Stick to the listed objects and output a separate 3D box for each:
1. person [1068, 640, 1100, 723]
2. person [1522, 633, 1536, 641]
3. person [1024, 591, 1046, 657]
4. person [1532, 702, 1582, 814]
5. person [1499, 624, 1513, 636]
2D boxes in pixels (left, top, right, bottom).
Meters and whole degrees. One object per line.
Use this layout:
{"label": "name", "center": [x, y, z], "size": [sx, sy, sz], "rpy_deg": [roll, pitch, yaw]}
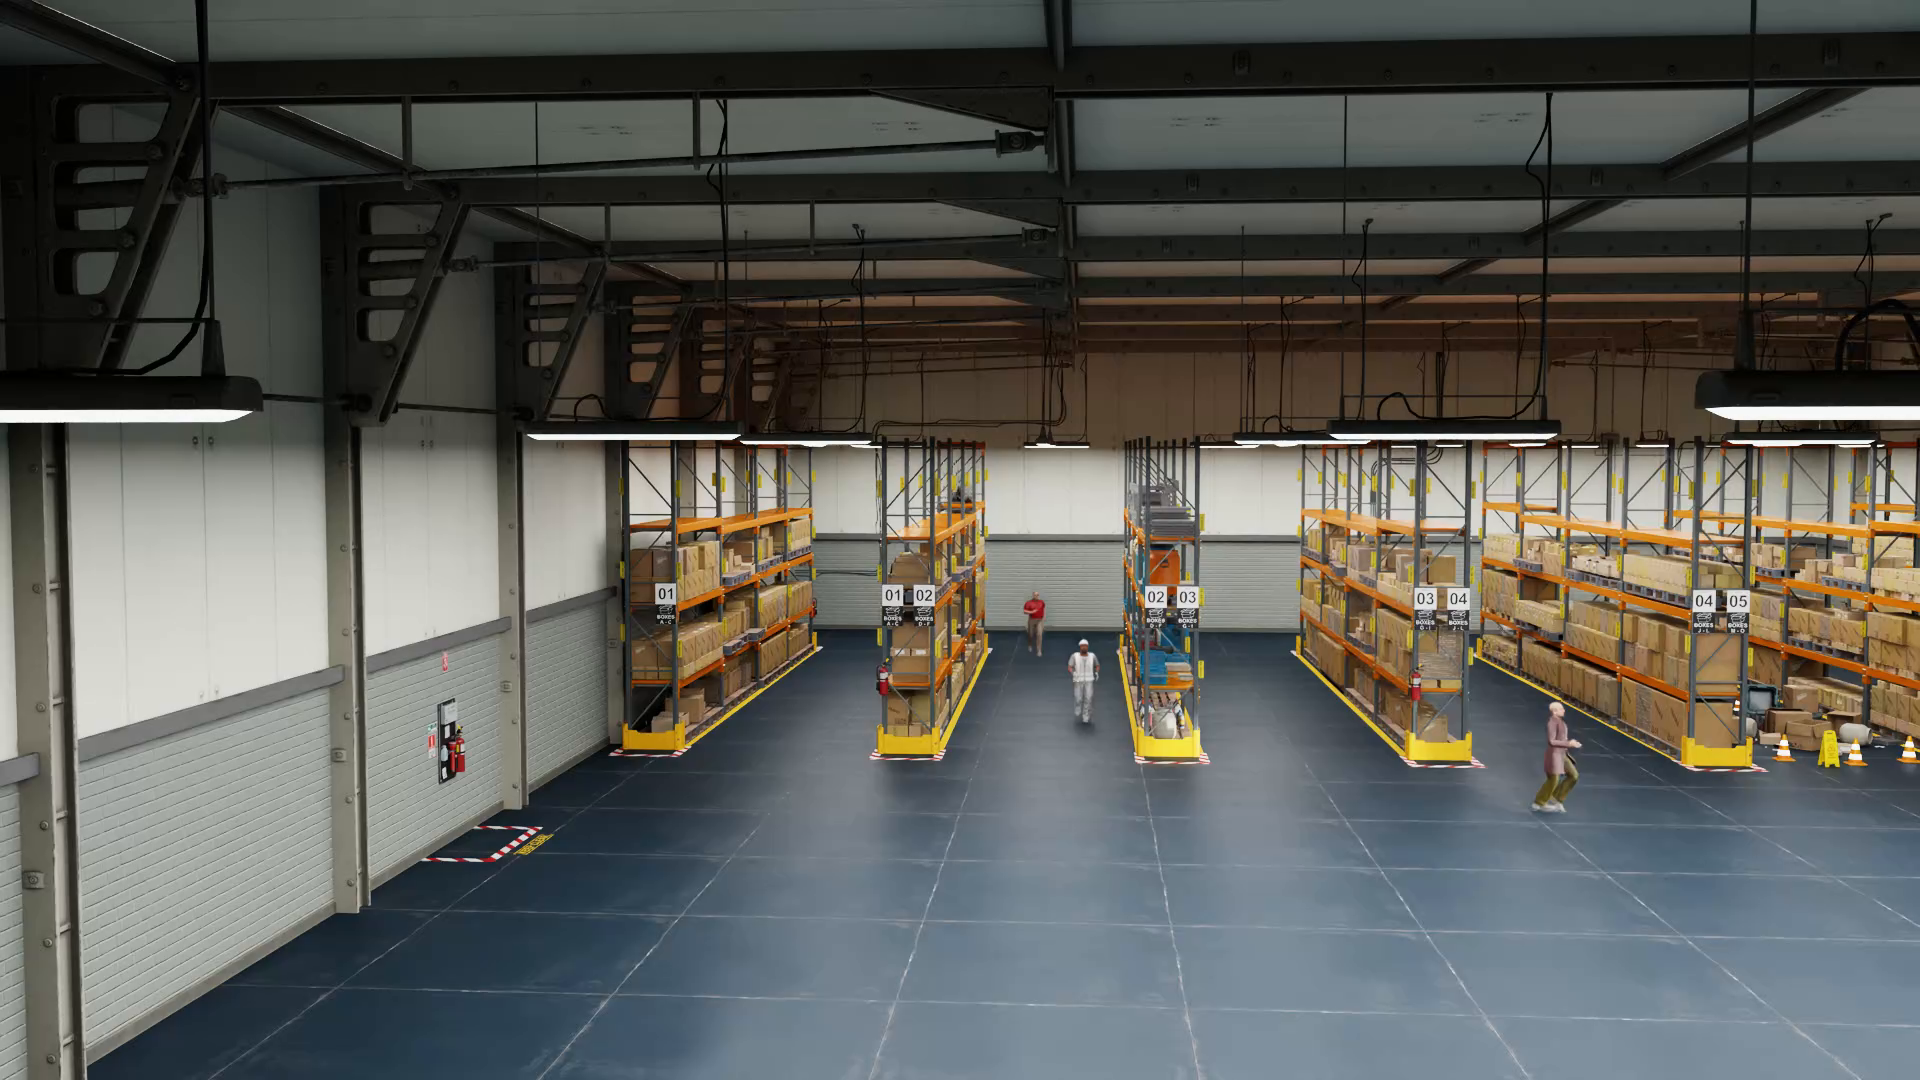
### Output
{"label": "person", "center": [2.624, 2.974, 35.151], "size": [0.686, 1.737, 0.697], "rpy_deg": [0, 3, -1]}
{"label": "person", "center": [15.957, 2.347, 47.150], "size": [0.753, 1.718, 0.673], "rpy_deg": [-3, 4, -42]}
{"label": "person", "center": [2.028, 2.242, 44.964], "size": [0.658, 1.722, 0.984], "rpy_deg": [0, 3, -9]}
{"label": "person", "center": [9.422, 3.444, 26.192], "size": [0.774, 1.796, 0.681], "rpy_deg": [2, 4, 36]}
{"label": "person", "center": [15.772, 2.326, 47.586], "size": [0.680, 1.741, 0.725], "rpy_deg": [0, 3, -1]}
